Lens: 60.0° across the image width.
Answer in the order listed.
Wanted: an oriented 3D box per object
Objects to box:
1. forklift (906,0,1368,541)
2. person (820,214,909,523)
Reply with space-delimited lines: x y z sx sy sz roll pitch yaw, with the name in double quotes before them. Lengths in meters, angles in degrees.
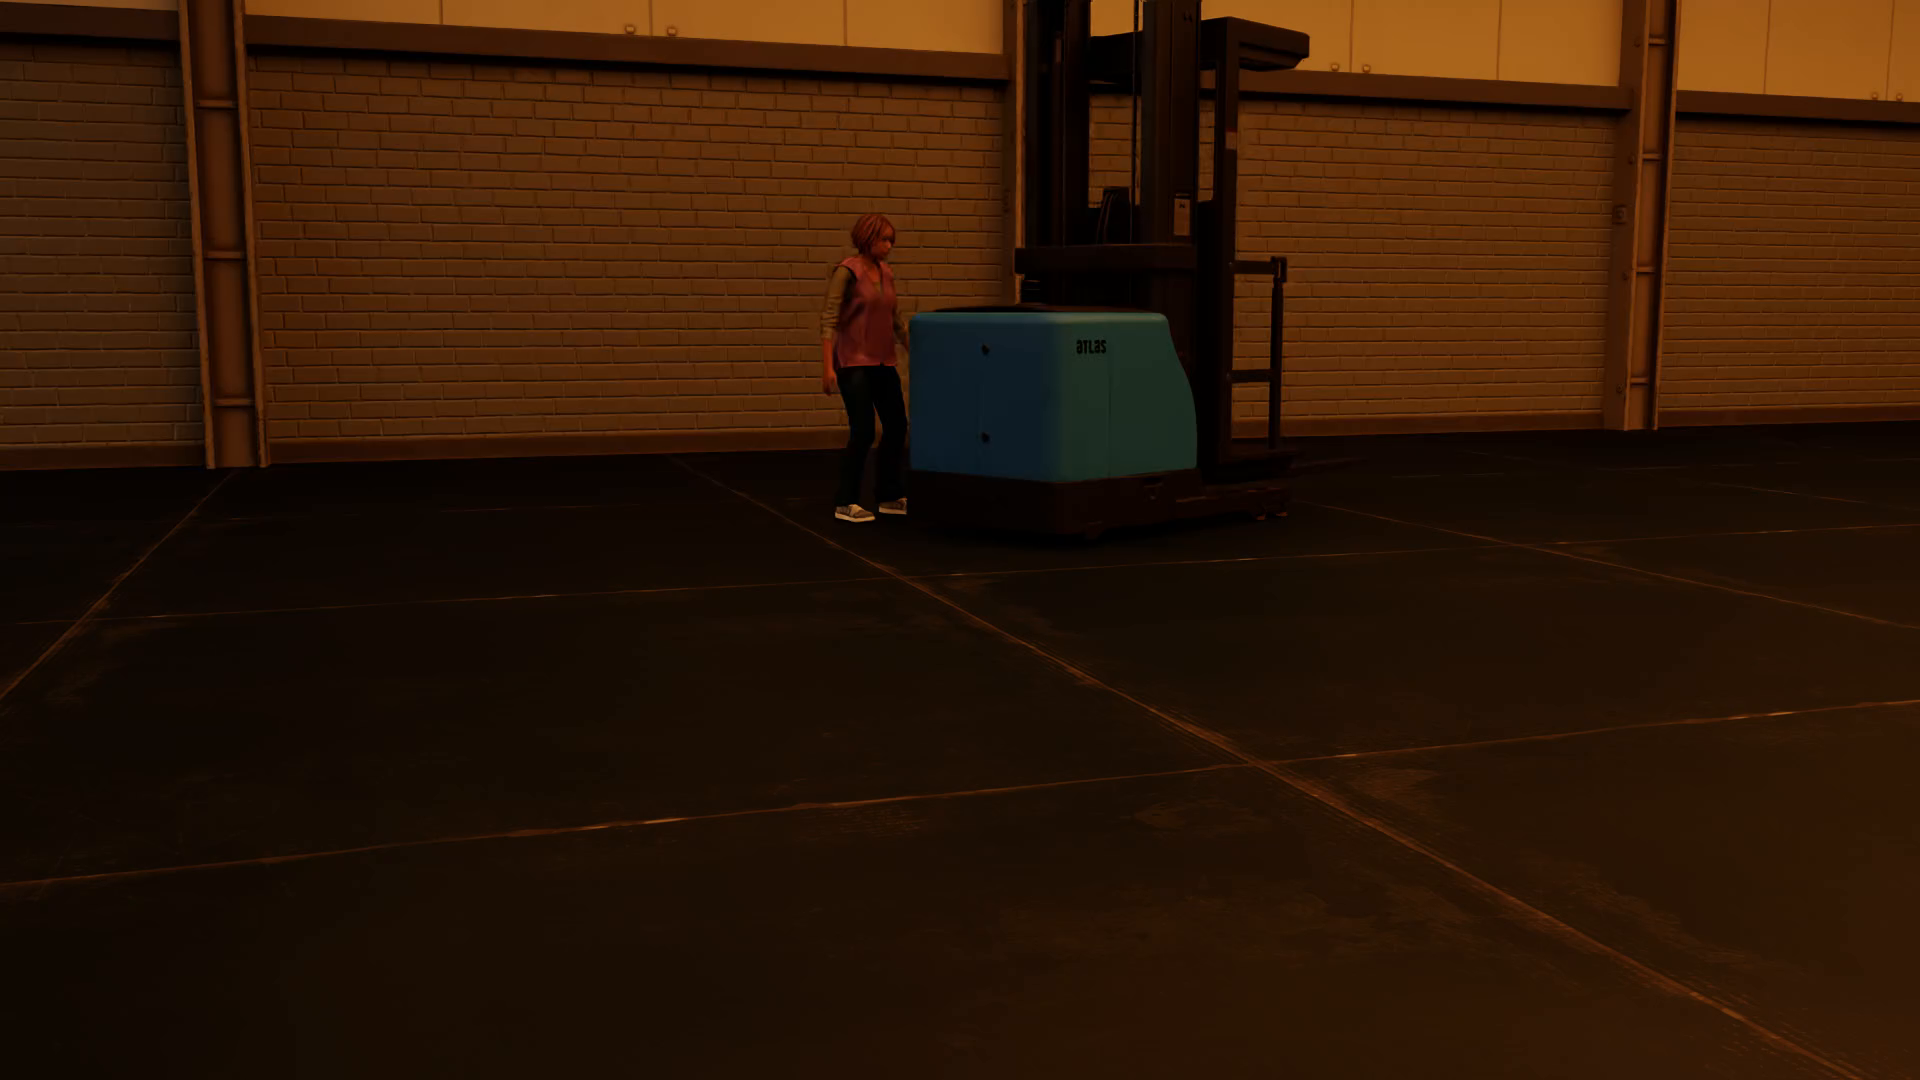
"forklift" 1.117 -1.594 8.771 1.130 2.935 3.031 7 11 43
"person" -0.460 -0.884 8.600 0.324 1.574 0.654 7 10 41
